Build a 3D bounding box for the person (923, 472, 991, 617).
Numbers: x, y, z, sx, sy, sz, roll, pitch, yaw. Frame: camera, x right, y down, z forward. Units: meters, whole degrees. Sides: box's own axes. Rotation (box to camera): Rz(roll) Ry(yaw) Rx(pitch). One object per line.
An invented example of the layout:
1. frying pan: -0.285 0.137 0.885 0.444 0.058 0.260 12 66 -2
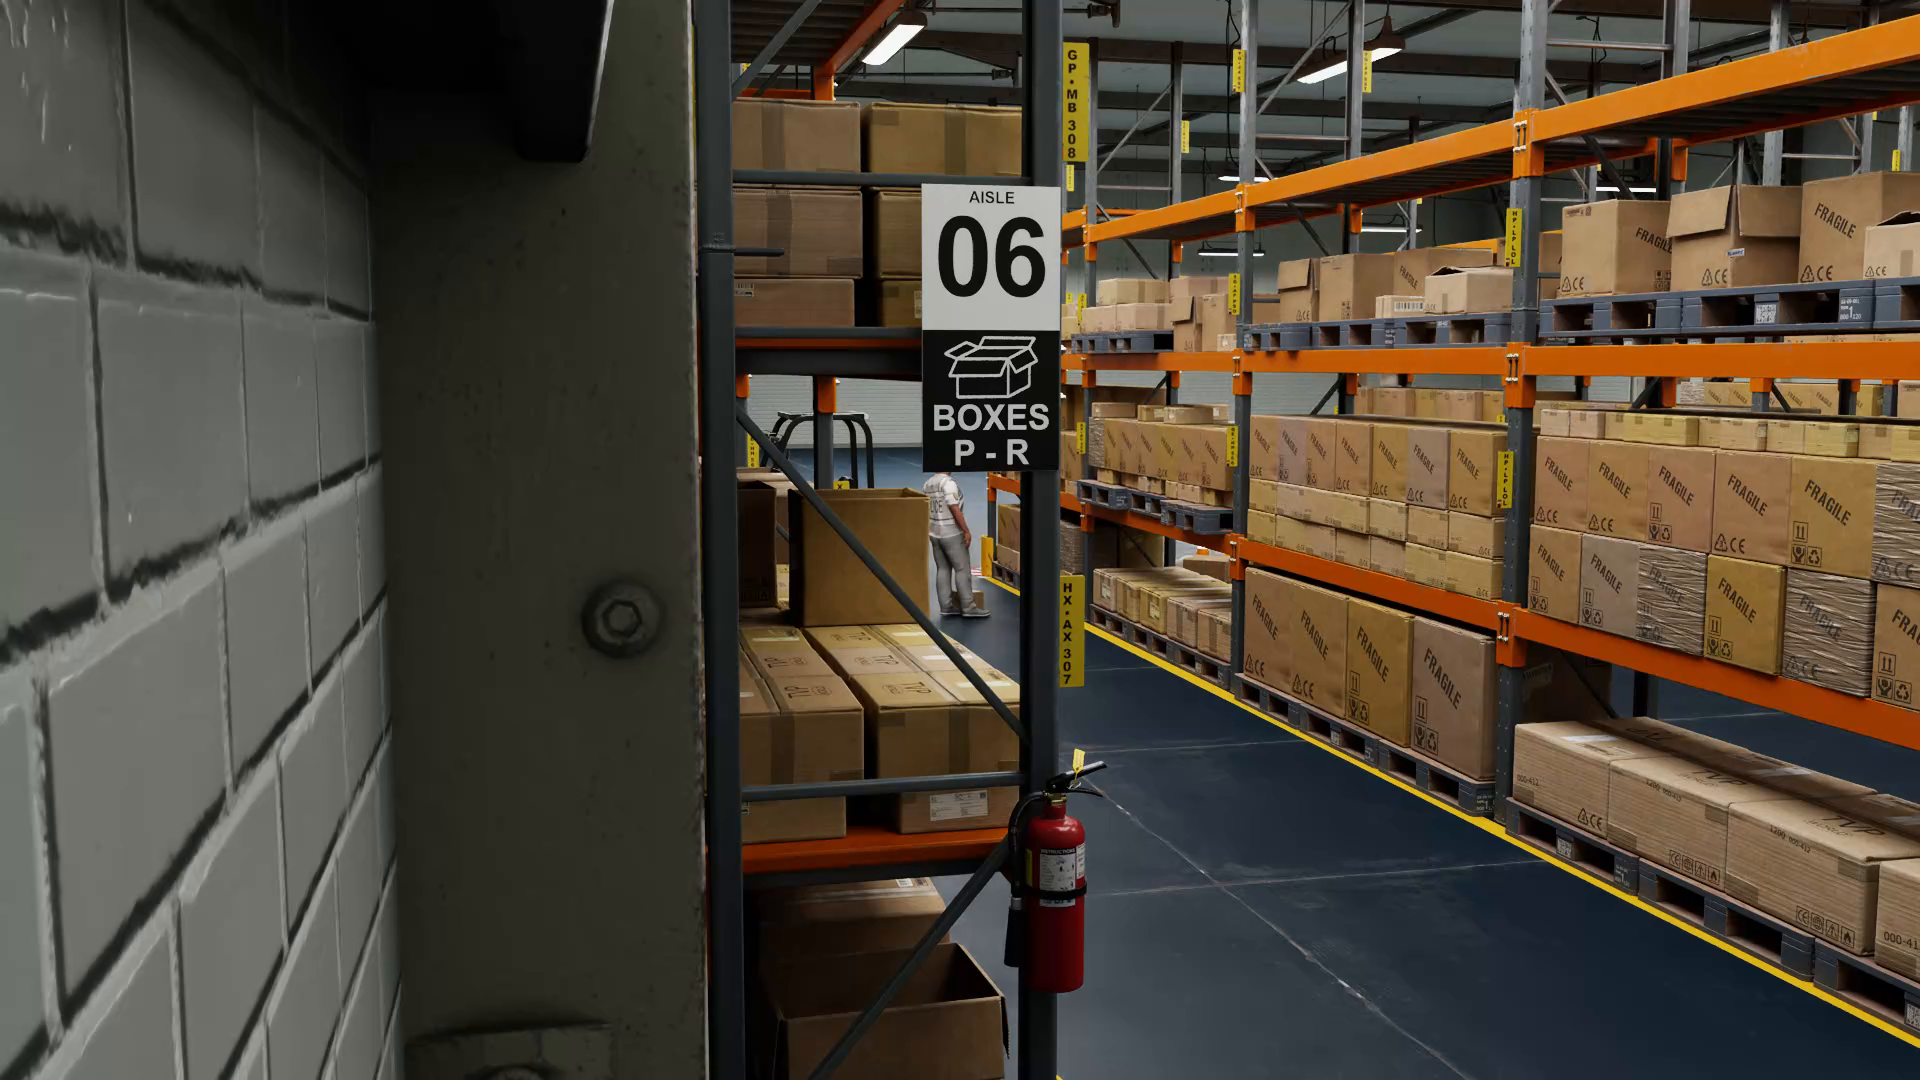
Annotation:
1. person: -0.065 -0.074 17.809 0.575 1.781 0.640 -5 8 -38
